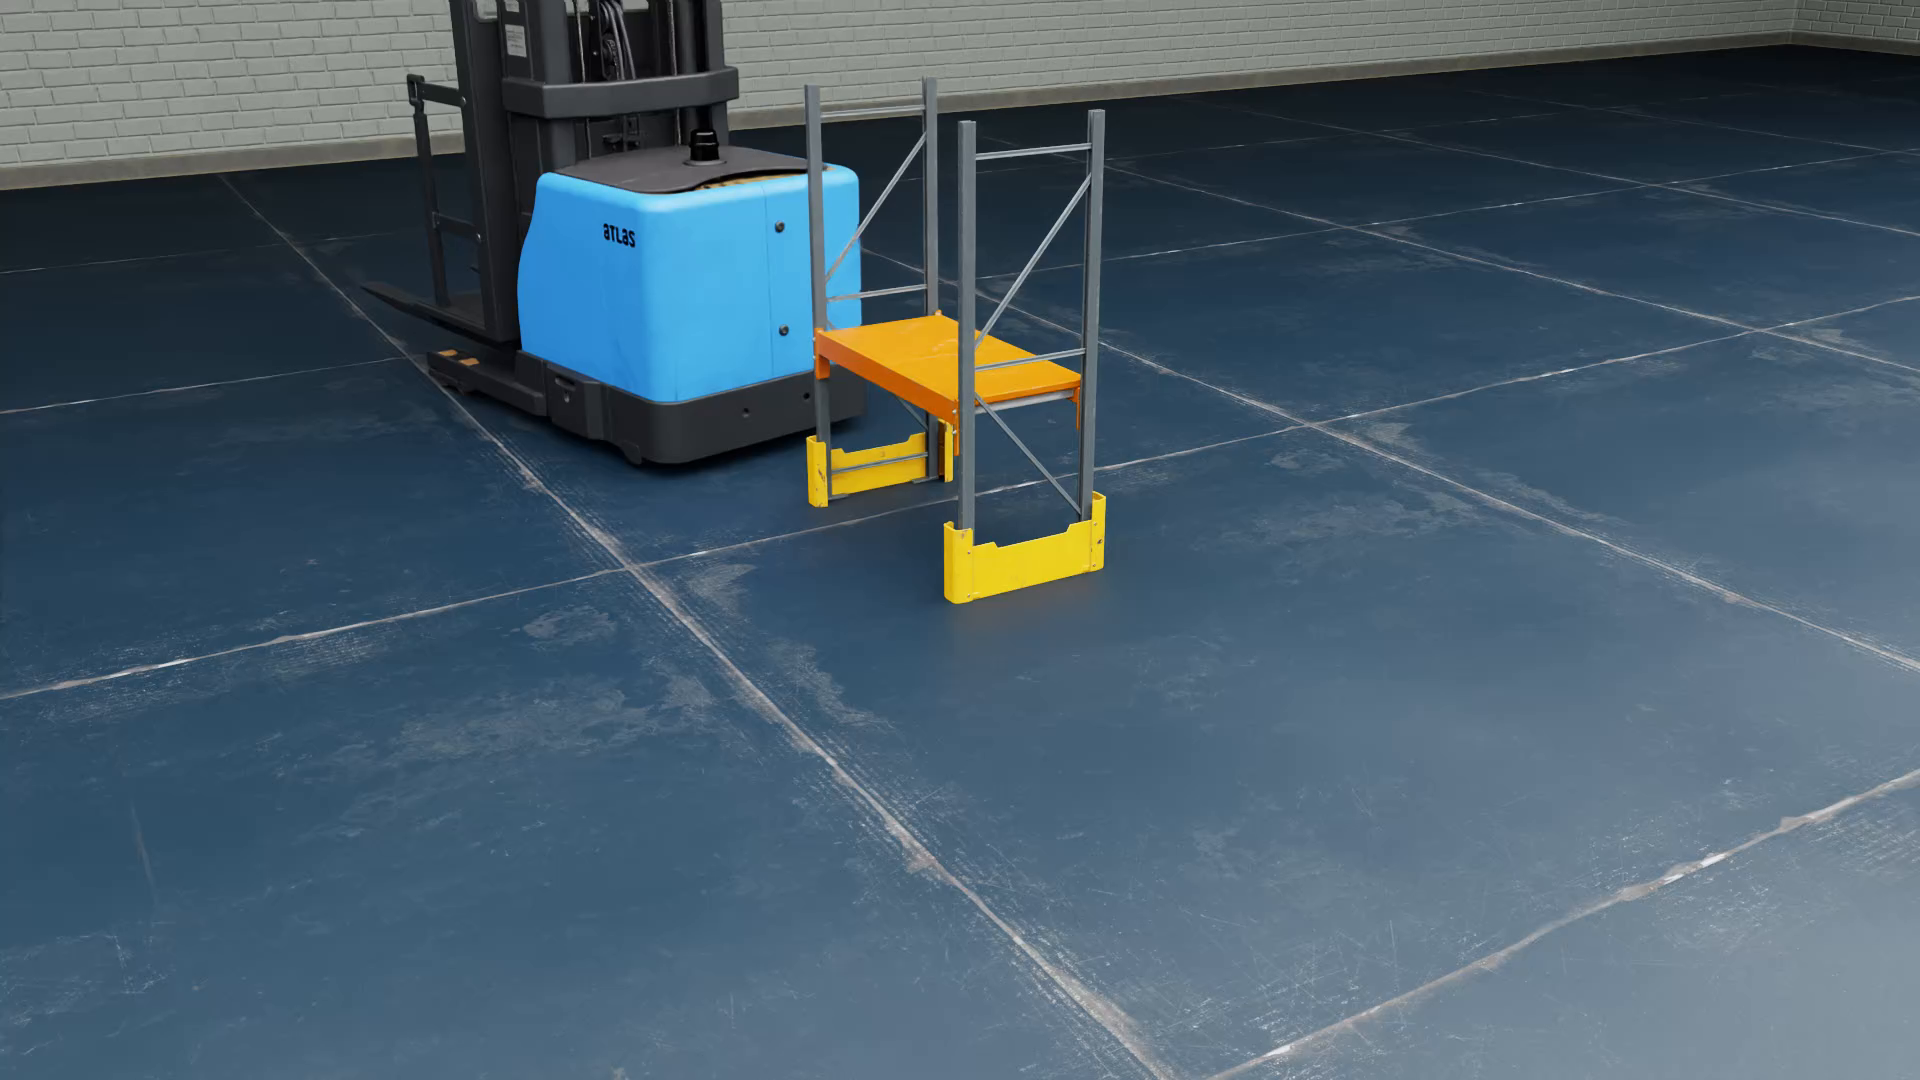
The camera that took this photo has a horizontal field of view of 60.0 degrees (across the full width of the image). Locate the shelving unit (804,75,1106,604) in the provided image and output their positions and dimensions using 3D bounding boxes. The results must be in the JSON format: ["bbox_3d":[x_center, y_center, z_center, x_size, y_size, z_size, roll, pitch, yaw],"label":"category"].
[{"bbox_3d":[-0.039,-0.719,5.590,0.587,1.500,1.083,-13,25,-28],"label":"shelving unit"}]

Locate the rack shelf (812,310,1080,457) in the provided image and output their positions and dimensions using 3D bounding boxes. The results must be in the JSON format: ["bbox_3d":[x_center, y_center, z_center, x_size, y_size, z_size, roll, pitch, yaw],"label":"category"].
[{"bbox_3d":[-0.044,-0.556,5.665,0.538,0.185,1.000,-13,25,-28],"label":"rack shelf"}]

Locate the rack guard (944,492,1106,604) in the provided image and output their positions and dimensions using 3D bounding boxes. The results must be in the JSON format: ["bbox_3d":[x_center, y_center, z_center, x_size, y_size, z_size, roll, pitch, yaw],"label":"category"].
[{"bbox_3d":[0.215,0.021,5.428,0.587,0.250,0.087,-13,25,-28],"label":"rack guard"}]

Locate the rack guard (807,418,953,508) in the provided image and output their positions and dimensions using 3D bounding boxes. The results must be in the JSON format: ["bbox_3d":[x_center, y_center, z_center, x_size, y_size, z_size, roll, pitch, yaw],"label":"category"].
[{"bbox_3d":[-0.293,-0.302,6.222,0.587,0.250,0.087,-13,25,-28],"label":"rack guard"}]

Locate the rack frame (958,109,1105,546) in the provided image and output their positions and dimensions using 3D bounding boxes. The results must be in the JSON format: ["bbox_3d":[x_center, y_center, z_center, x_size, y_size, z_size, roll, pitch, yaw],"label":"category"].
[{"bbox_3d":[0.216,-0.558,5.192,0.500,1.500,0.032,-13,25,-28],"label":"rack frame"}]

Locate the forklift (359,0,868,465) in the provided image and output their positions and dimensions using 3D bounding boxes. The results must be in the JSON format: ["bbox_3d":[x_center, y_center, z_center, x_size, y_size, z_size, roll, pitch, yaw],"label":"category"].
[{"bbox_3d":[-1.760,-2.115,7.122,1.130,2.935,3.031,-19,29,-39],"label":"forklift"}]

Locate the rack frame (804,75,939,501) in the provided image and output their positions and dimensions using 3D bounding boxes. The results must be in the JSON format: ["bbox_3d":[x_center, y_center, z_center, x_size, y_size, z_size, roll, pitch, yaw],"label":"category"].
[{"bbox_3d":[-0.303,-0.887,6.002,0.500,1.500,0.032,-13,25,-28],"label":"rack frame"}]
